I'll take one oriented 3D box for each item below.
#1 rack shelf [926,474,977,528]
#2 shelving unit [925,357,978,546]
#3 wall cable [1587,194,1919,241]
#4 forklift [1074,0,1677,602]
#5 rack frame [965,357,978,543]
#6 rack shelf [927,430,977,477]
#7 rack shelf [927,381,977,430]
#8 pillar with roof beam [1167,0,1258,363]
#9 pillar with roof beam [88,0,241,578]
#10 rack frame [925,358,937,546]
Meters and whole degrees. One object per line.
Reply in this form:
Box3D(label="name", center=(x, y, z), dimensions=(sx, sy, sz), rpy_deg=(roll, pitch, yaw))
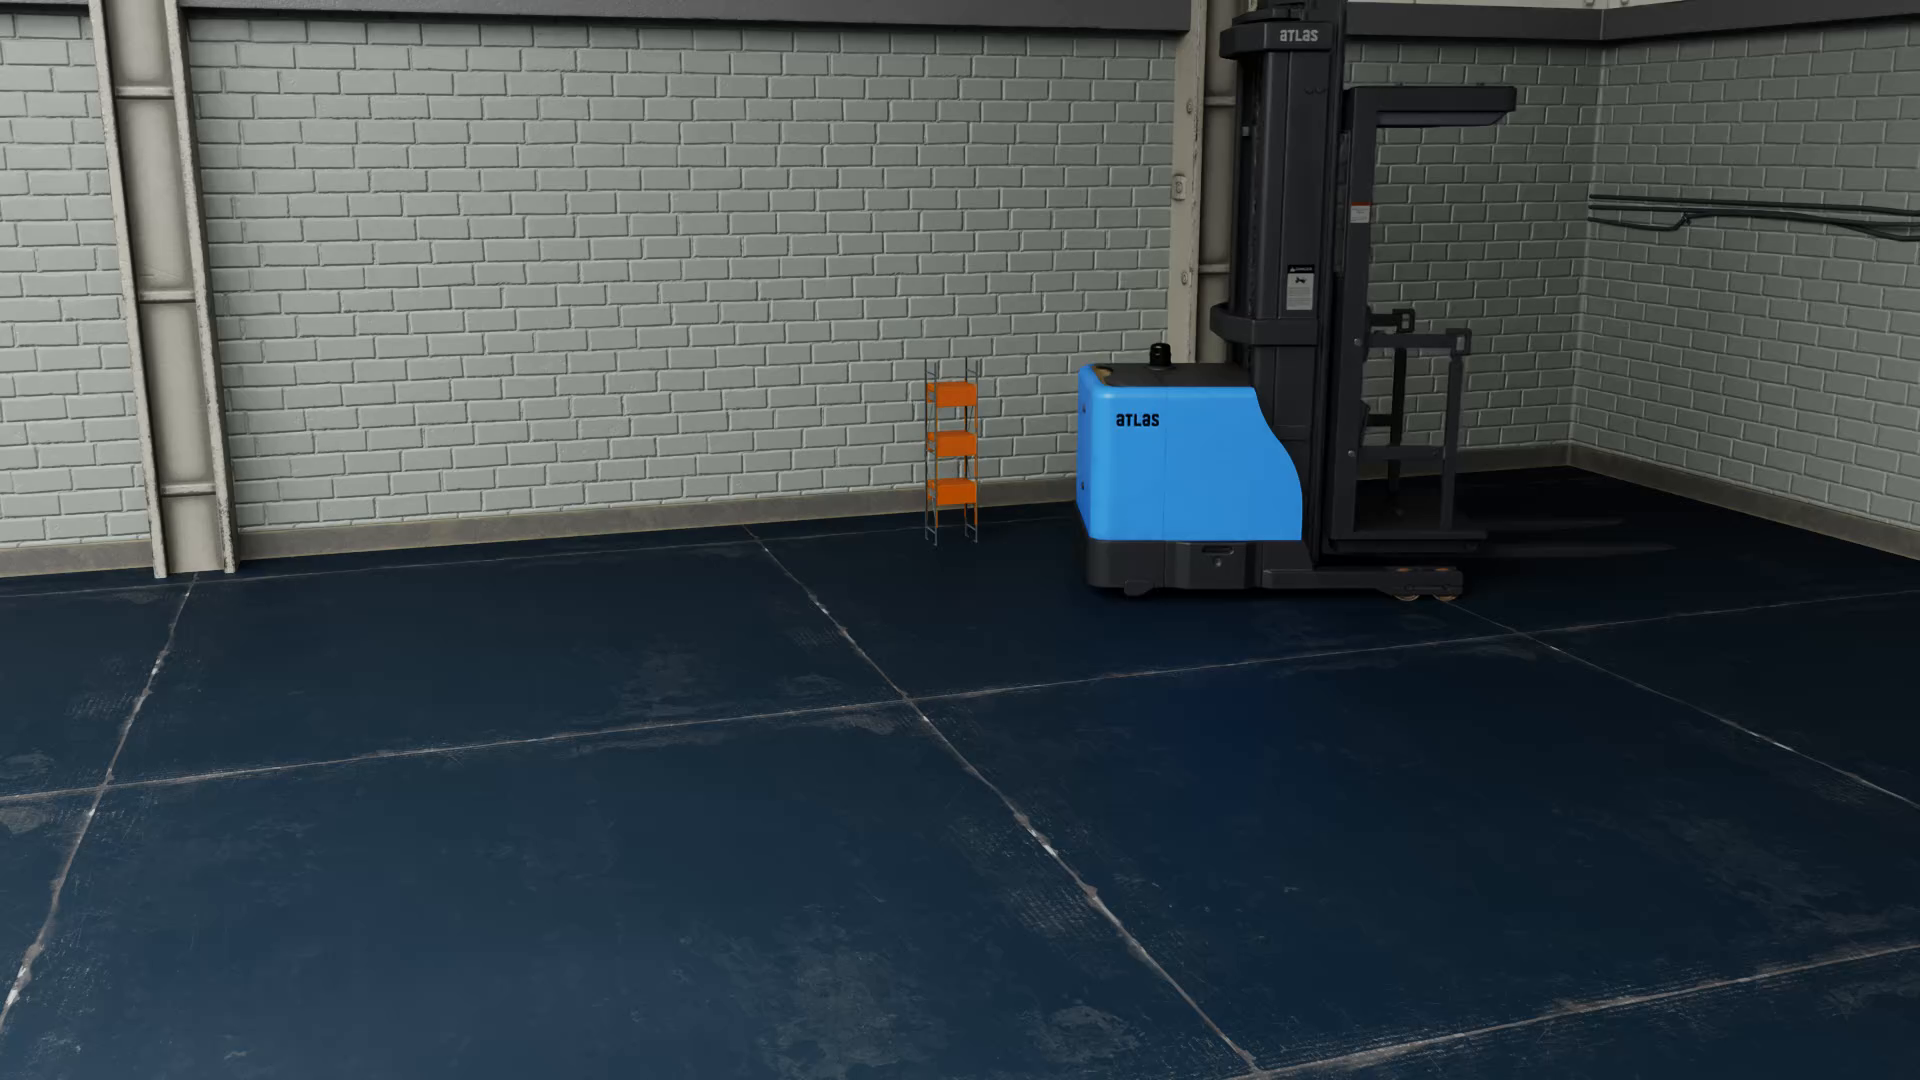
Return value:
Box3D(label="rack shelf", center=(-0.051, -0.226, 9.571), dimensions=(0.240, 0.259, 0.215), rpy_deg=(-4, 14, -18))
Box3D(label="shelving unit", center=(-0.051, -0.507, 9.505), dimensions=(0.252, 1.050, 0.215), rpy_deg=(-4, 14, -18))
Box3D(label="wall cable", center=(4.782, -3.084, 9.870), dimensions=(0.112, 2.526, 3.097), rpy_deg=(-4, 14, -18))
Box3D(label="forklift", center=(2.151, -1.240, 8.523), dimensions=(3.031, 2.935, 1.130), rpy_deg=(0, 13, -1))
Box3D(label="rack frame", center=(0.065, -0.516, 9.543), dimensions=(0.008, 1.050, 0.200), rpy_deg=(-4, 14, -18))
Box3D(label="rack shelf", center=(-0.051, -0.497, 9.507), dimensions=(0.240, 0.259, 0.215), rpy_deg=(-4, 14, -18))
Box3D(label="rack shelf", center=(-0.051, -0.773, 9.441), dimensions=(0.240, 0.259, 0.215), rpy_deg=(-4, 14, -18))
Box3D(label="pillar with roof beam", center=(2.942, -3.723, 5.847), dimensions=(0.400, 9.000, 9.100), rpy_deg=(-4, 14, -18))
Box3D(label="pillar with roof beam", center=(-2.745, -3.280, 3.985), dimensions=(0.400, 9.000, 9.100), rpy_deg=(-4, 14, -18))
Box3D(label="rack frame", center=(-0.166, -0.498, 9.467), dimensions=(0.008, 1.050, 0.200), rpy_deg=(-4, 14, -18))
